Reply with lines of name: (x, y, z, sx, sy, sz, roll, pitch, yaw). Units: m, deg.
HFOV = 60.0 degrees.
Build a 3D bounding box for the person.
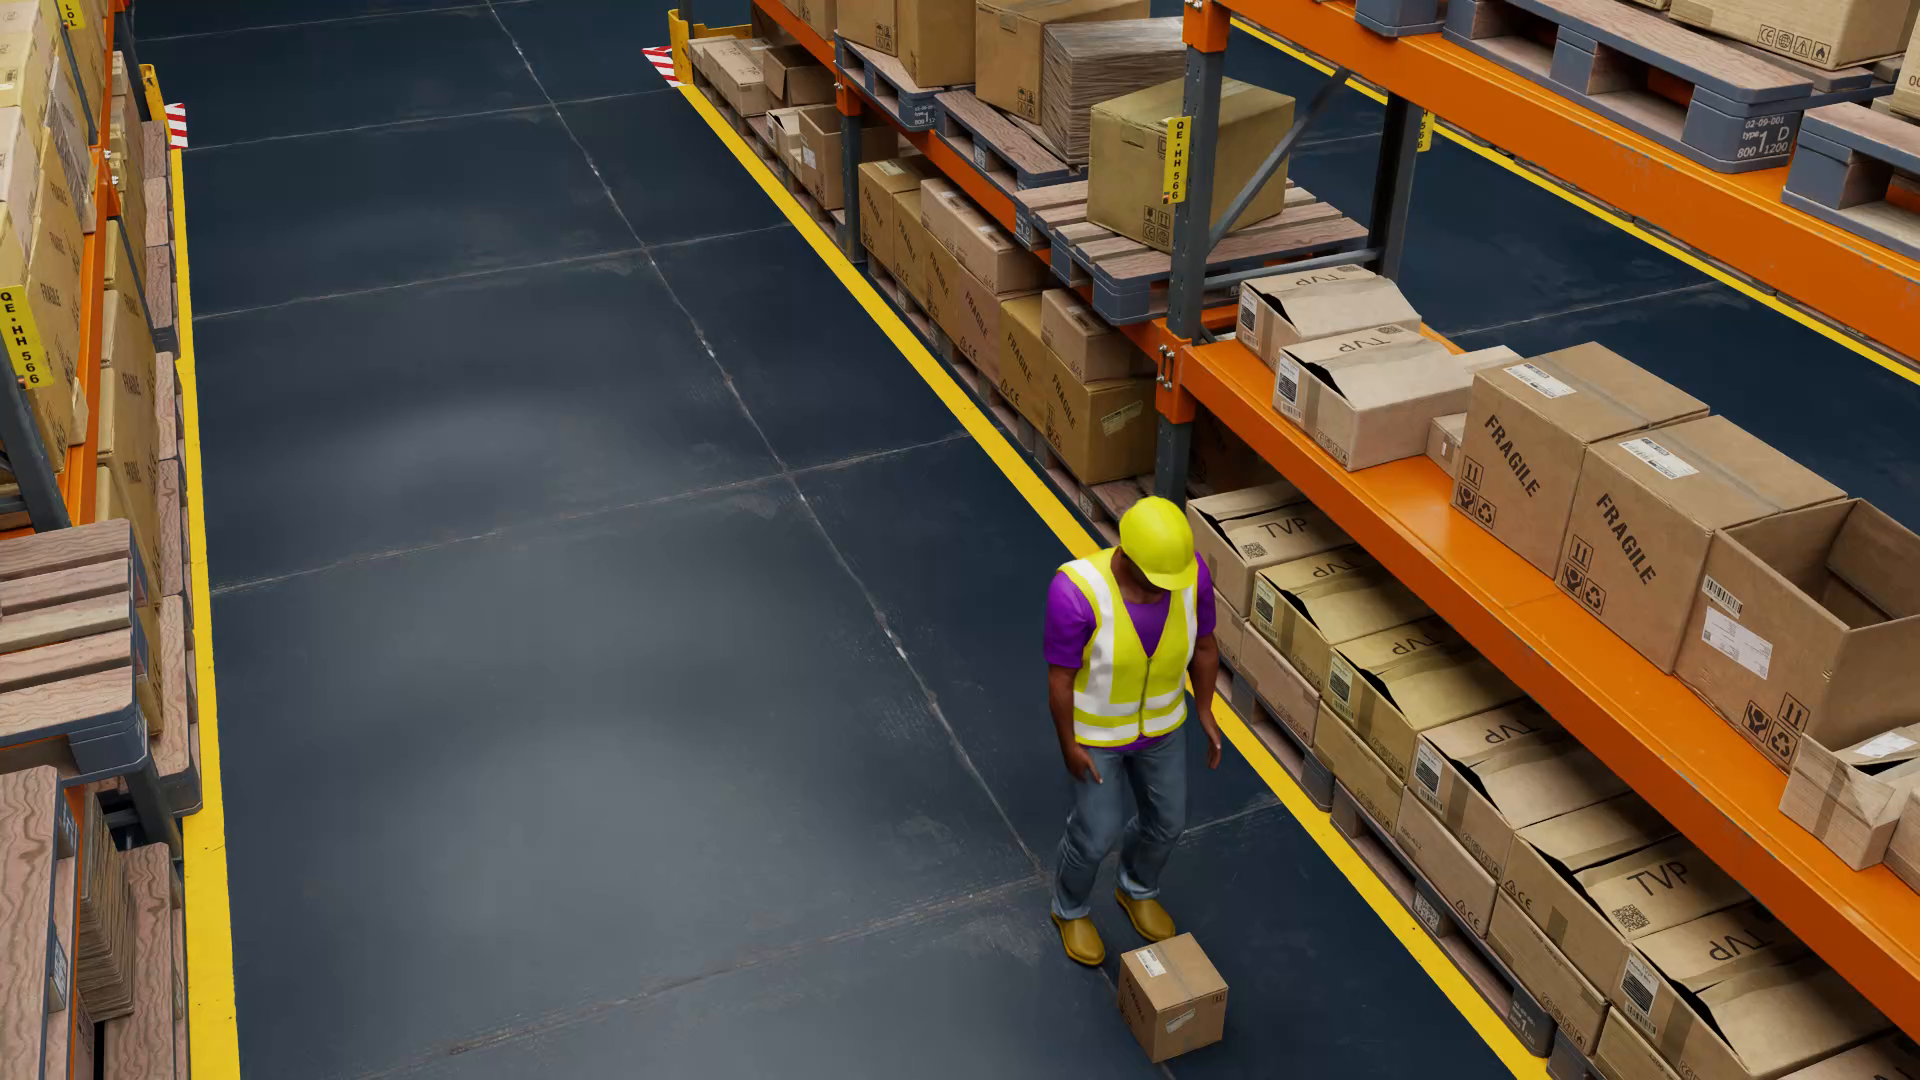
person: (0.543, 0.591, 5.246, 0.581, 1.738, 0.409, -12, 35, -18)
